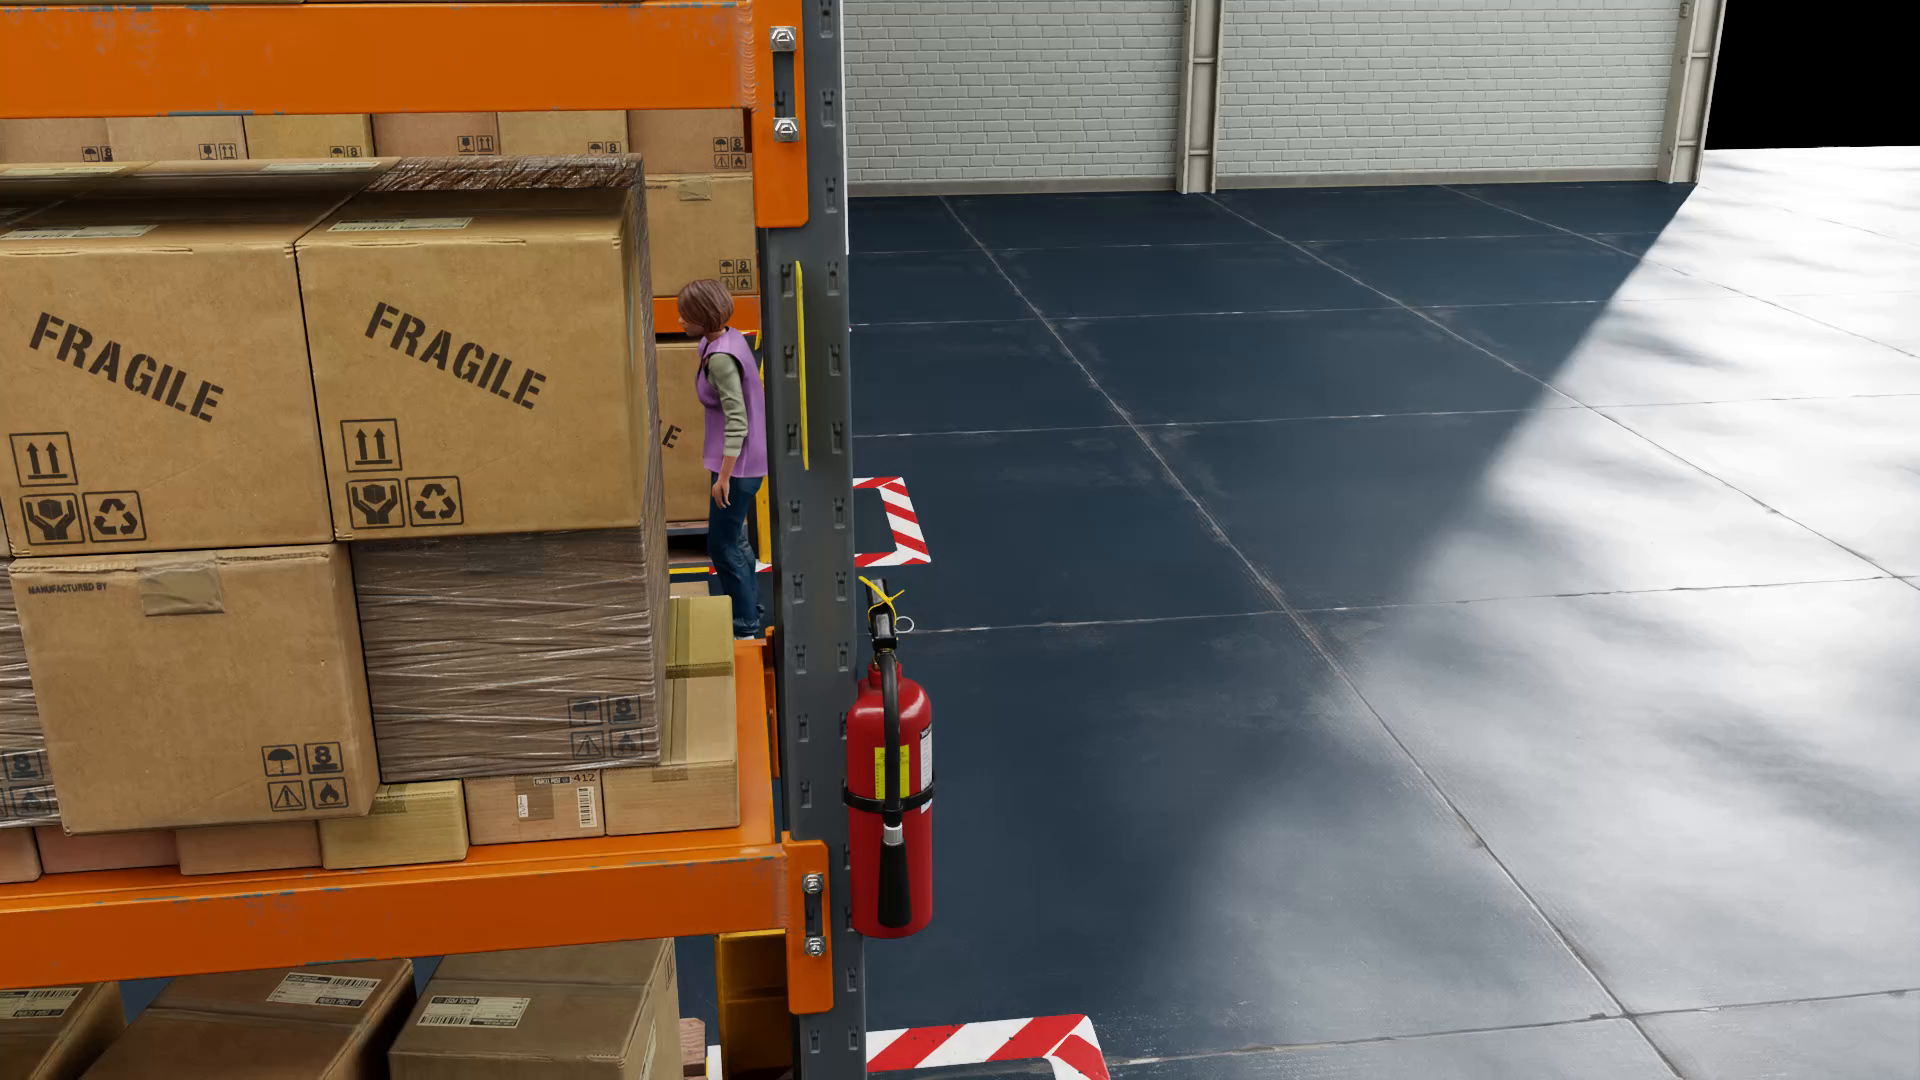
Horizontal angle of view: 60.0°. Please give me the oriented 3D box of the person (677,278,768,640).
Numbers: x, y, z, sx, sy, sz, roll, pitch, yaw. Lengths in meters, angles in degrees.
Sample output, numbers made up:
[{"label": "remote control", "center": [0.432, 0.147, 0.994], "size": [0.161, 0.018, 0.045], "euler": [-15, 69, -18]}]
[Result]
[{"label": "person", "center": [-0.971, -0.298, 6.897], "size": [0.368, 1.593, 0.479], "euler": [-4, 21, -9]}]
